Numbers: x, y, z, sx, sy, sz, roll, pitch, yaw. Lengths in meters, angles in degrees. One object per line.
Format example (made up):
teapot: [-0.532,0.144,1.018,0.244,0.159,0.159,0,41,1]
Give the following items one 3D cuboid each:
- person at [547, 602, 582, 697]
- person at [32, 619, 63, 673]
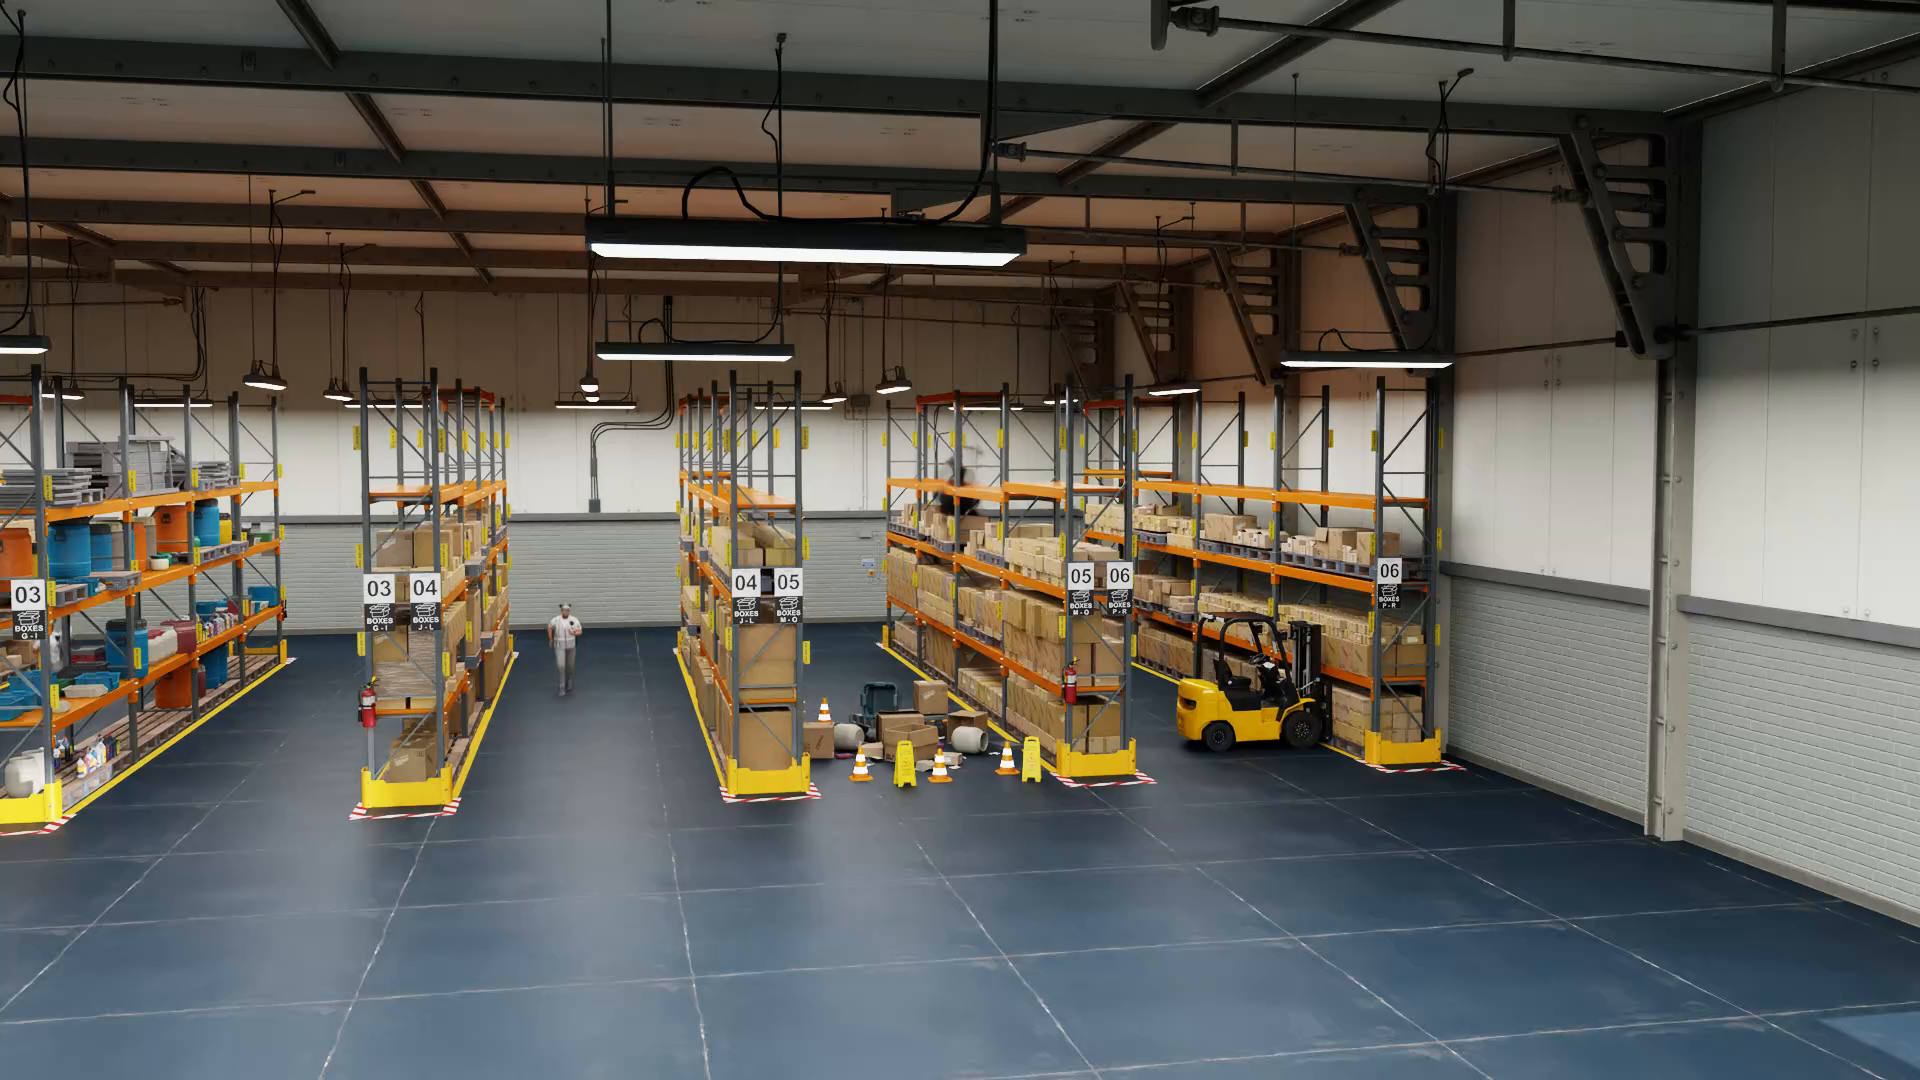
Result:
person: [-7.828,2.149,32.986,0.640,1.839,0.837,-1,4,-20]
person: [-16.964,2.302,31.010,0.581,1.694,0.920,-2,4,-28]
